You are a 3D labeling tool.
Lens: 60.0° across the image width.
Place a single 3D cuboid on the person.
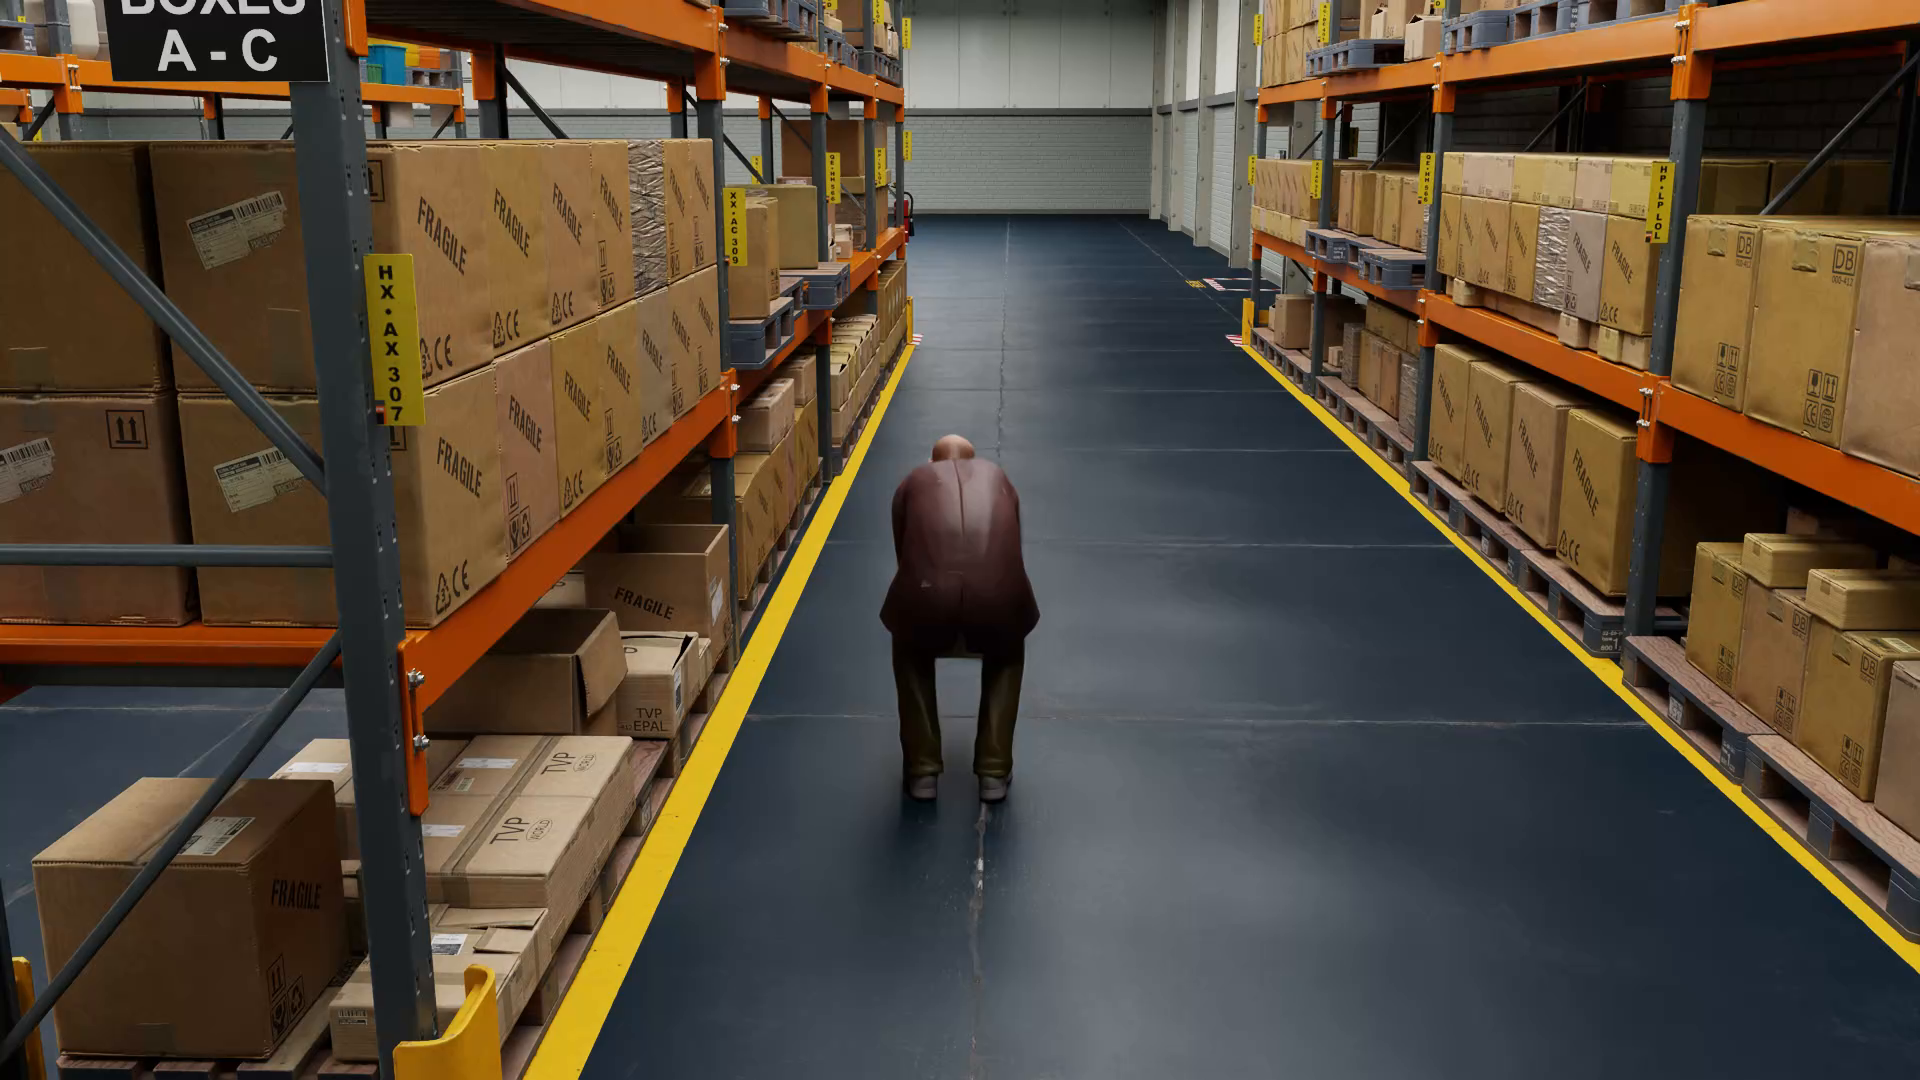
[{"bbox_3d":[-0.004,0.268,6.137,0.579,1.205,0.928,0,14,-1],"label":"person"}]
